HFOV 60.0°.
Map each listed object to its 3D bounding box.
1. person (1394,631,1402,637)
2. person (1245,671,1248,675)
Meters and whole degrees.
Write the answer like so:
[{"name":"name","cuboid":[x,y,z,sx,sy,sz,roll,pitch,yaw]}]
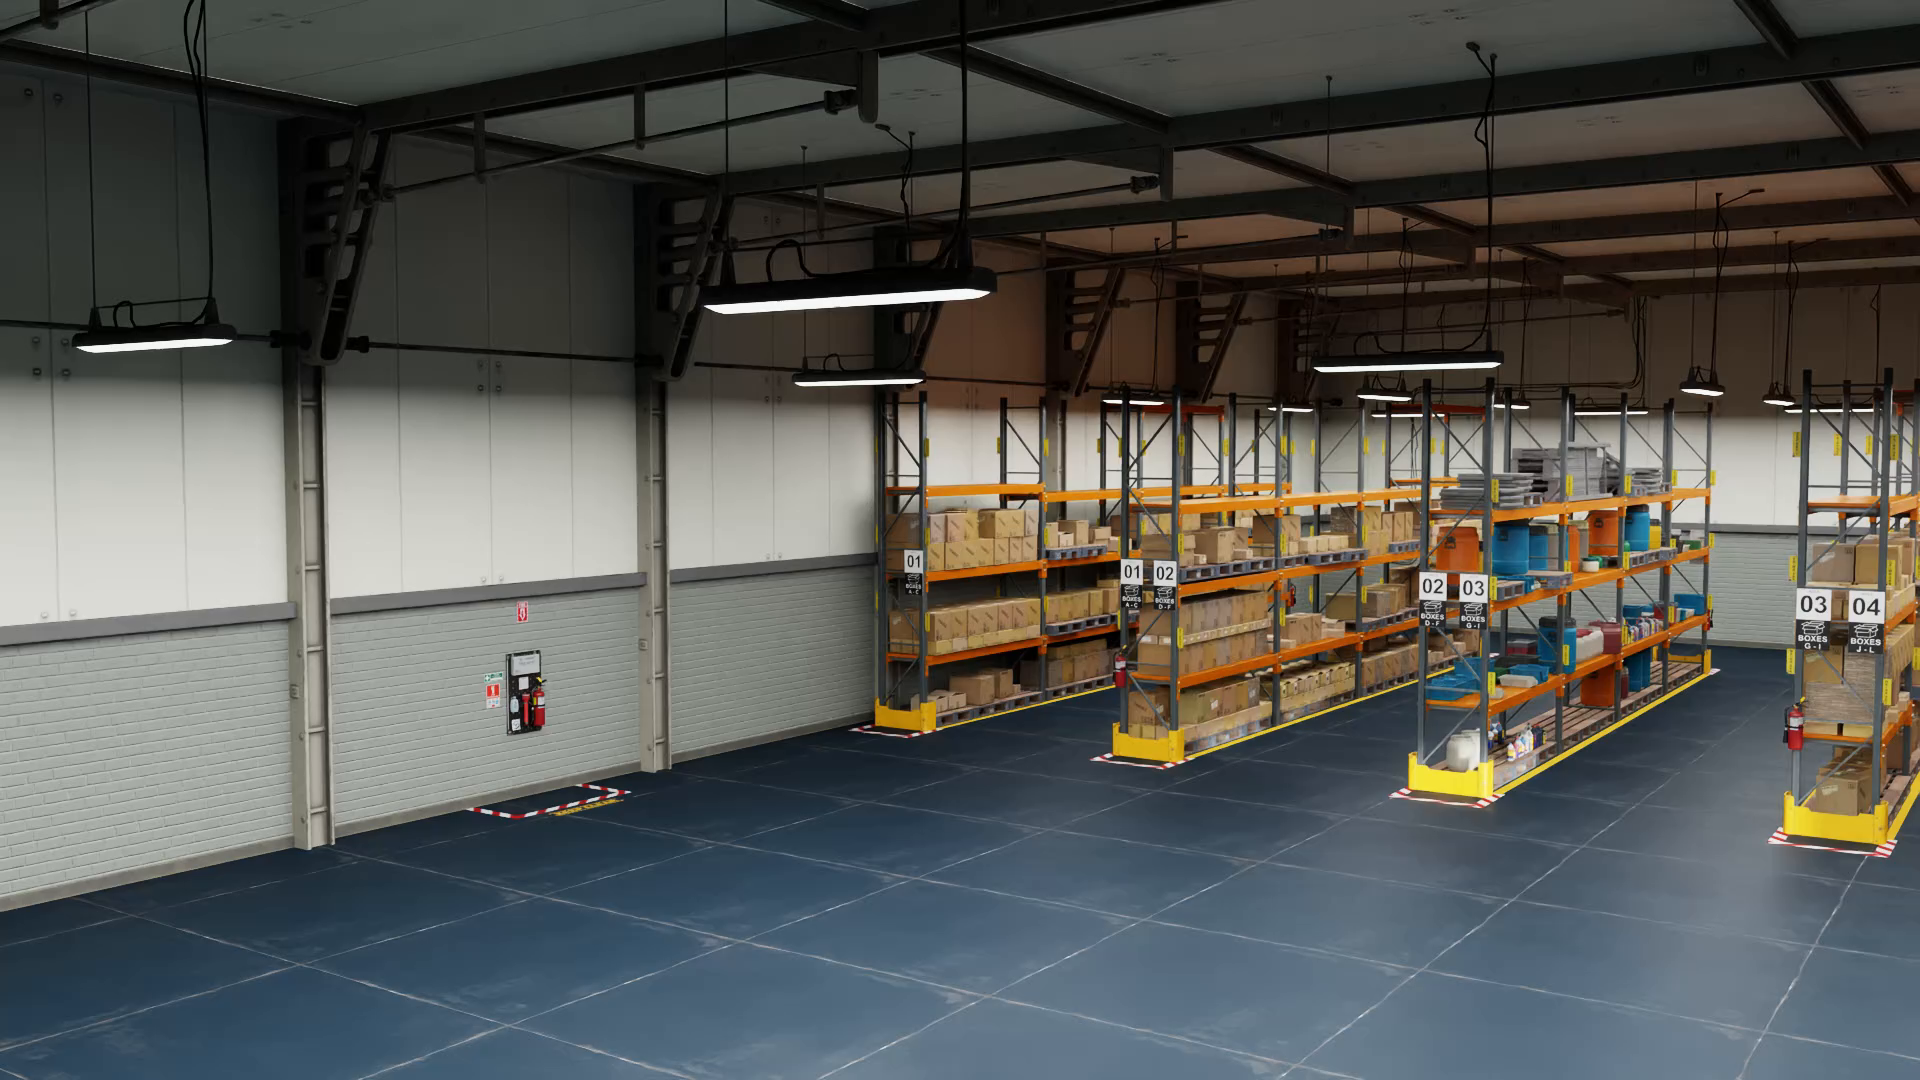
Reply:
[{"name":"person","cuboid":[11.507,1.794,43.578,0.415,1.556,0.717,-1,3,-20]},{"name":"person","cuboid":[5.679,2.201,34.441,0.603,1.717,1.114,2,4,29]}]
